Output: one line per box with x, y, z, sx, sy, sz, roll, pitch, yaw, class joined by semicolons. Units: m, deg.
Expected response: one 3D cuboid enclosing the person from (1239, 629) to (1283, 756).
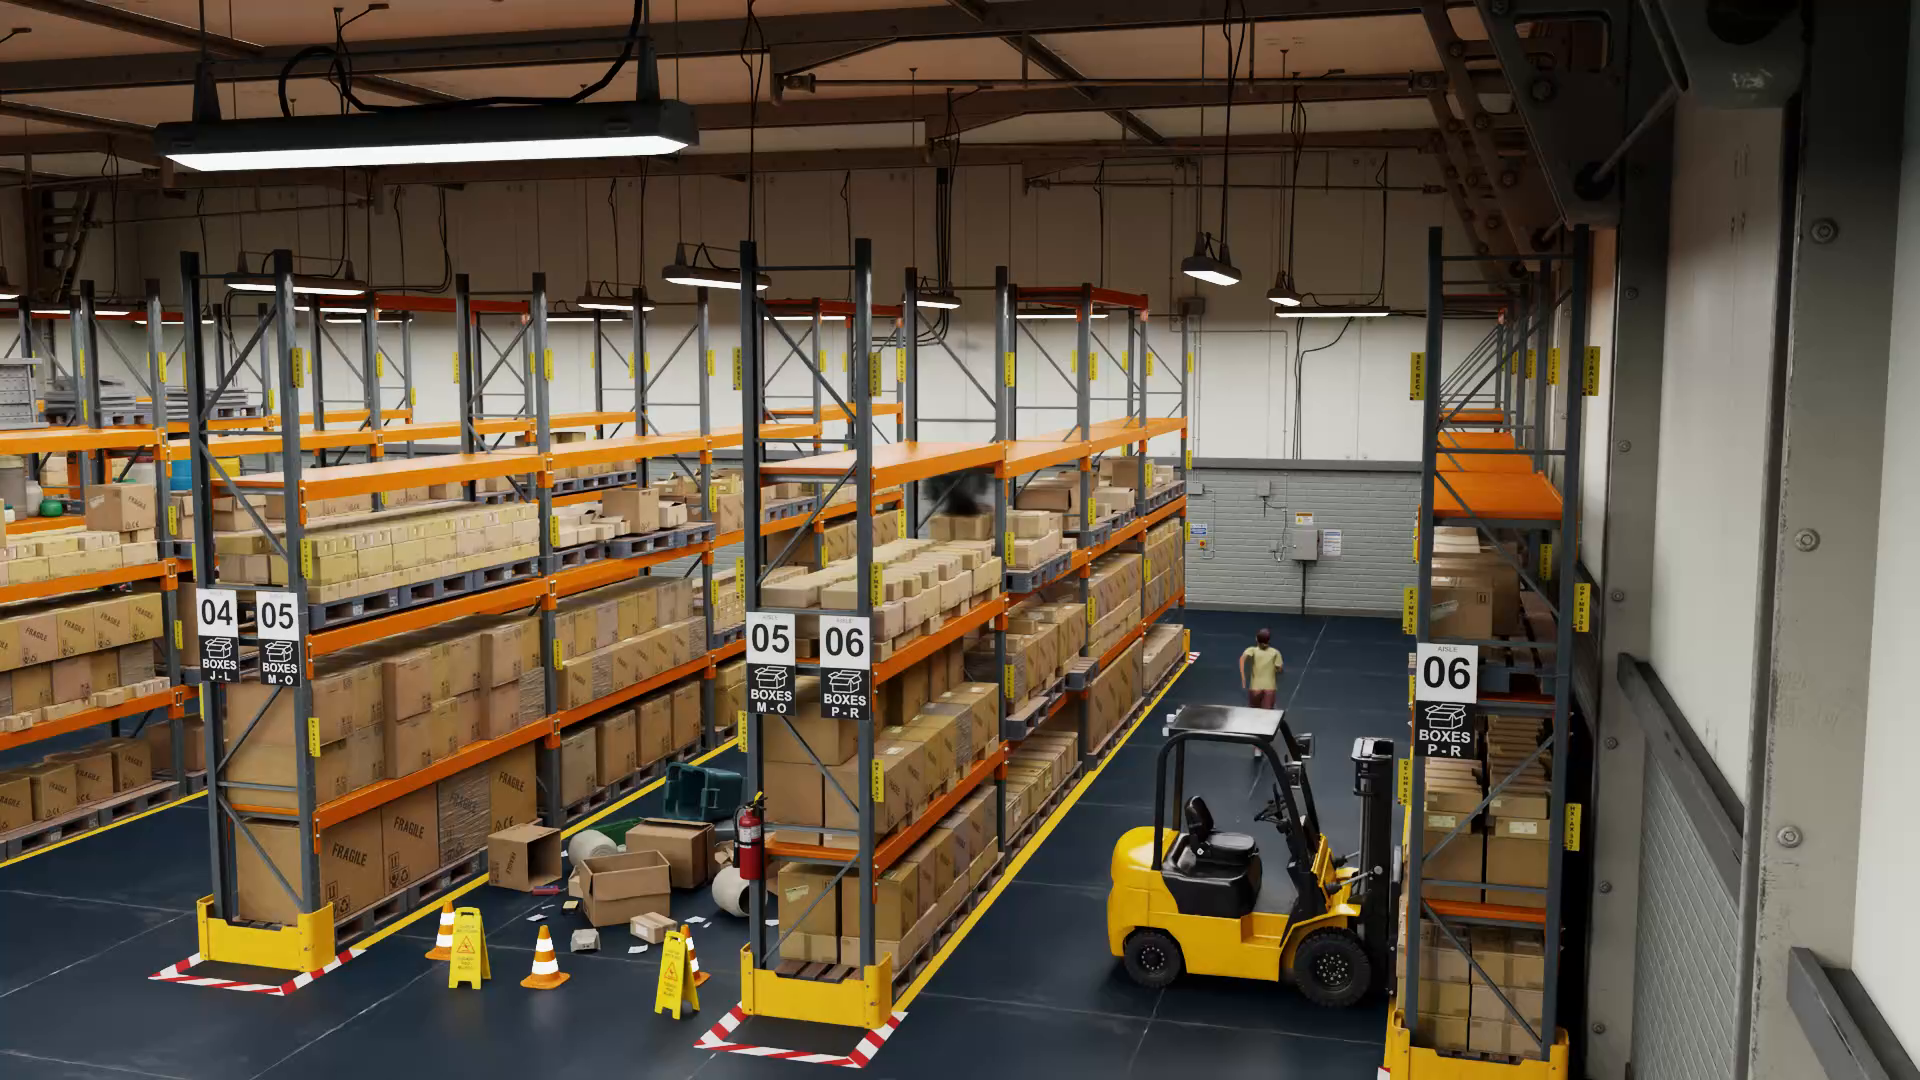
3.894;1.955;21.535;0.570;1.596;0.720;1;7;11;person
